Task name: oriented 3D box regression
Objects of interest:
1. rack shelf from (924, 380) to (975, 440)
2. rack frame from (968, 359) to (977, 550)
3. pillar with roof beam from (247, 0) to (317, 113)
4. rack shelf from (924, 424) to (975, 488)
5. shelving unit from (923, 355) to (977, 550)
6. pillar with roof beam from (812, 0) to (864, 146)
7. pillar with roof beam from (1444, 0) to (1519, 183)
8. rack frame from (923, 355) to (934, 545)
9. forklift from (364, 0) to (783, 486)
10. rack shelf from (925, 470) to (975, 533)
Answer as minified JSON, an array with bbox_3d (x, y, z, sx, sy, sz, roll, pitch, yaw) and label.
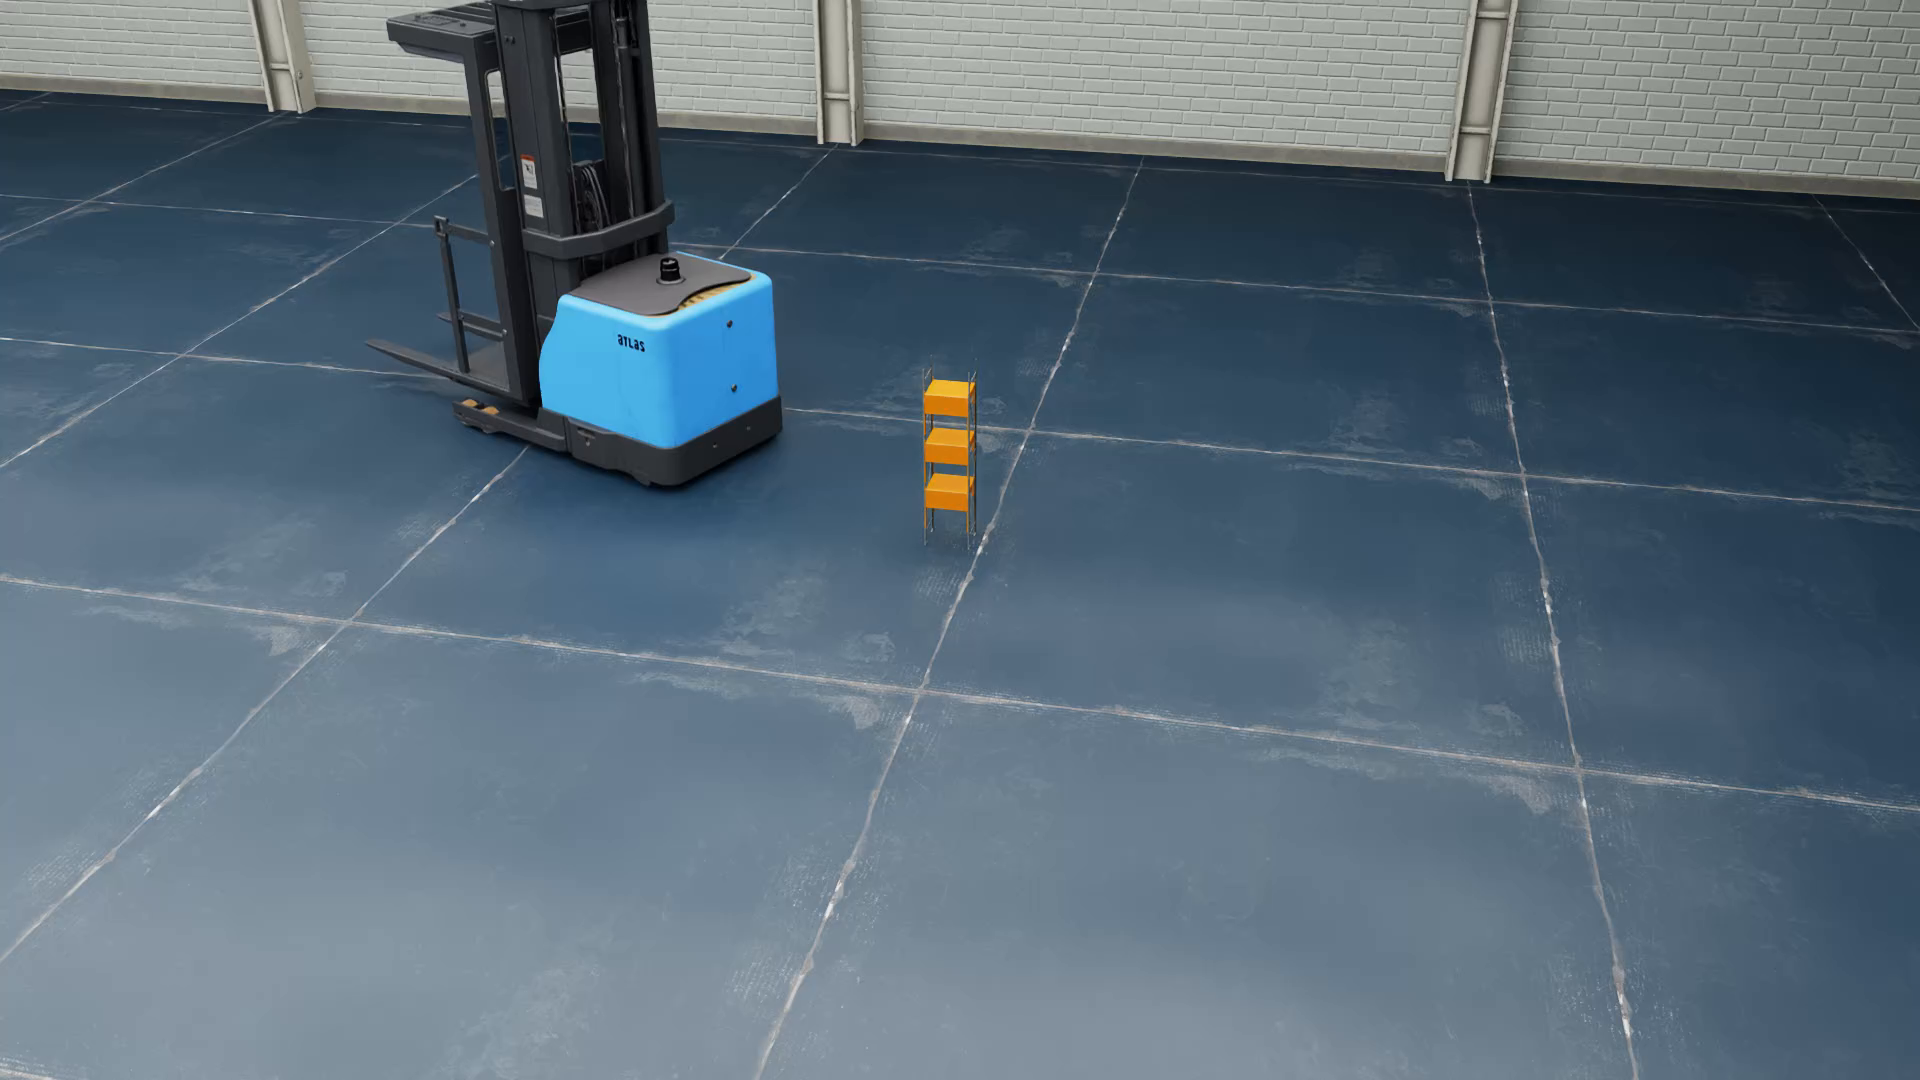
[{"bbox_3d":[-0.052,-0.705,8.877,0.240,0.259,0.215,6,29,11],"label":"rack shelf"},{"bbox_3d":[0.067,-0.454,8.985,0.008,1.050,0.200,6,29,11],"label":"rack frame"},{"bbox_3d":[-7.944,-6.485,11.724,0.400,9.000,9.100,6,29,11],"label":"pillar with roof beam"},{"bbox_3d":[-0.052,-0.457,9.013,0.240,0.259,0.215,6,29,11],"label":"rack shelf"},{"bbox_3d":[-0.052,-0.466,9.008,0.252,1.050,0.215,6,29,11],"label":"shelving unit"},{"bbox_3d":[-2.076,-5.883,10.625,0.400,9.000,9.100,6,29,11],"label":"pillar with roof beam"},{"bbox_3d":[3.792,-5.282,9.526,0.400,9.000,9.100,6,29,11],"label":"pillar with roof beam"},{"bbox_3d":[-0.172,-0.478,9.030,0.008,1.050,0.200,6,29,11],"label":"rack frame"},{"bbox_3d":[-2.602,-2.143,10.112,3.031,2.935,1.130,19,34,30],"label":"forklift"},{"bbox_3d":[-0.052,-0.213,9.146,0.240,0.259,0.215,6,29,11],"label":"rack shelf"}]
